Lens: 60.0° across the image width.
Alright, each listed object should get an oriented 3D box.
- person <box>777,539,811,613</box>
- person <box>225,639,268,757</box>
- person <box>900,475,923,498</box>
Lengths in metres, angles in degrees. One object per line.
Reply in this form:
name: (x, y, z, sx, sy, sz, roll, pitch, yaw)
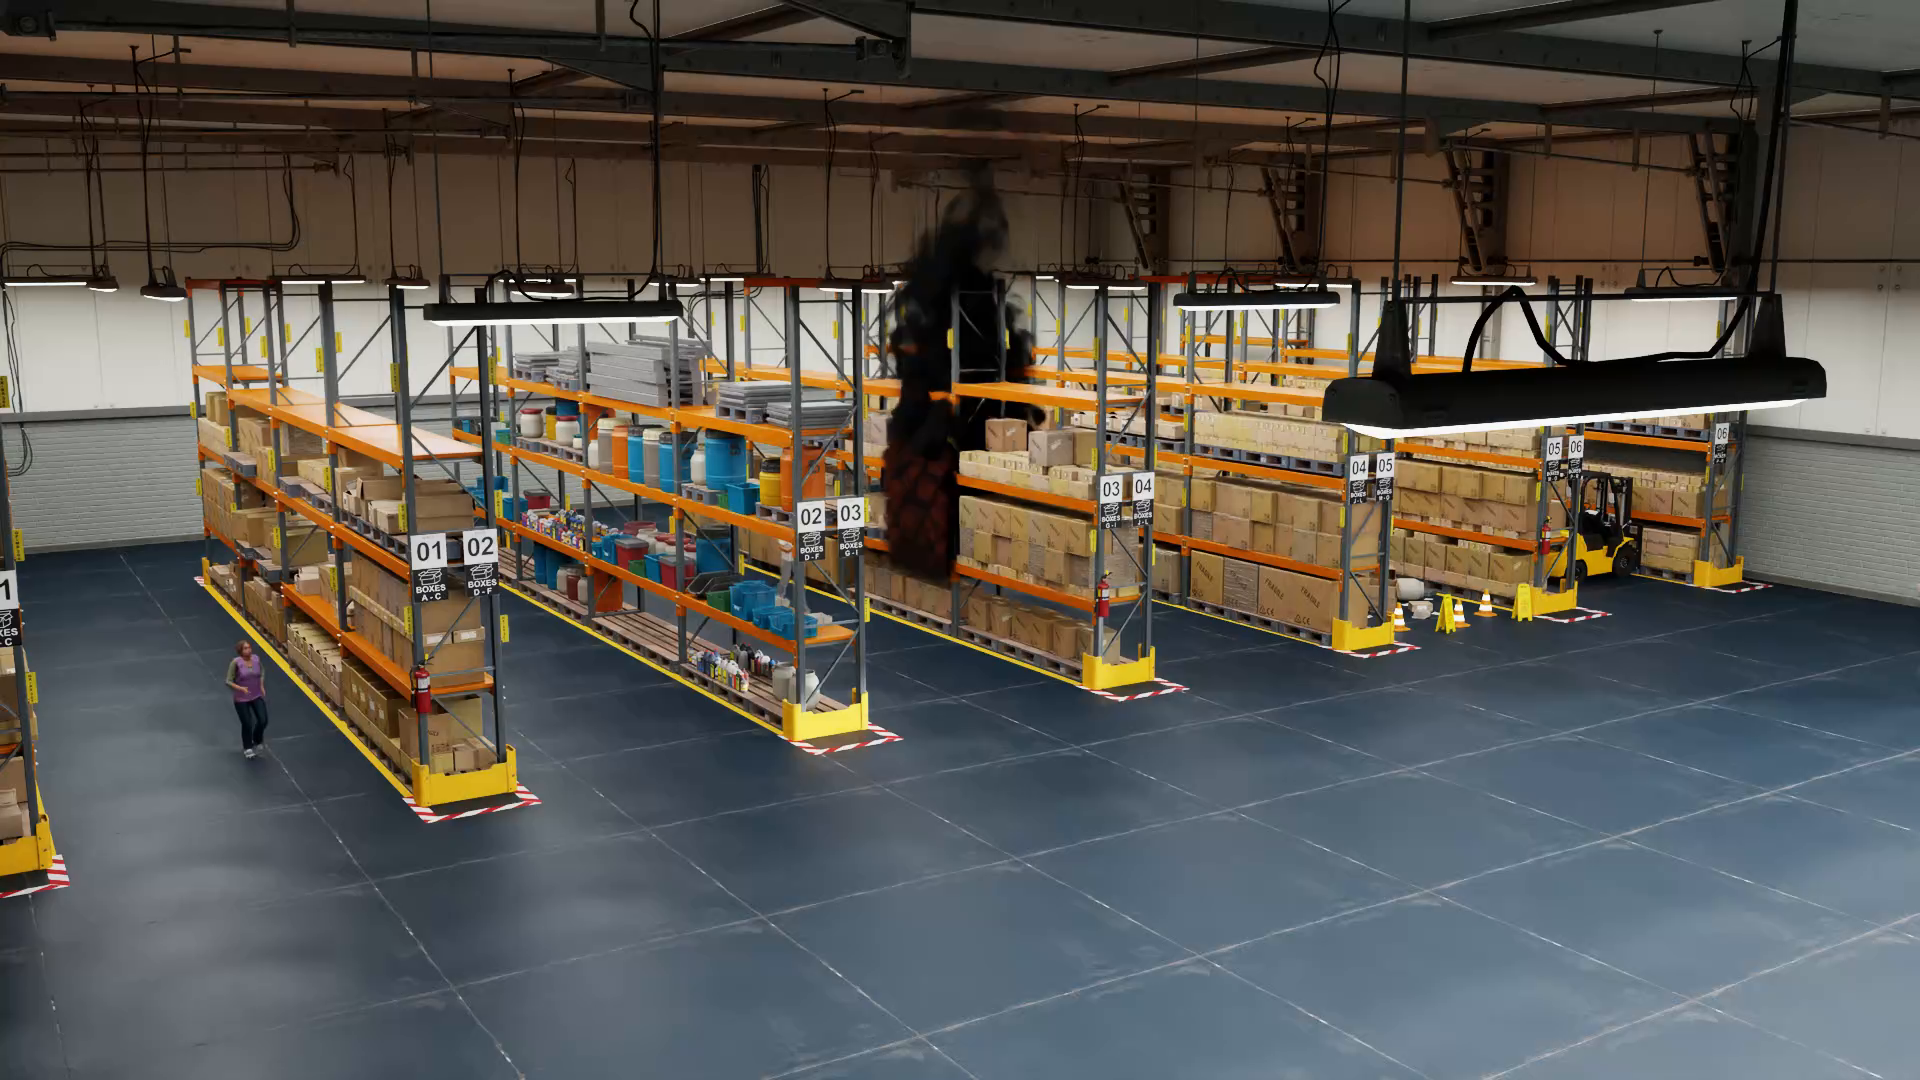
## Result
person: (-2.895, 0.397, 28.959, 0.625, 1.721, 0.787, -8, 13, -40)
person: (-9.043, 2.031, 21.164, 0.541, 1.568, 0.604, -8, 13, -40)
person: (-0.908, -0.586, 36.258, 0.706, 1.726, 0.574, -7, 12, -34)
